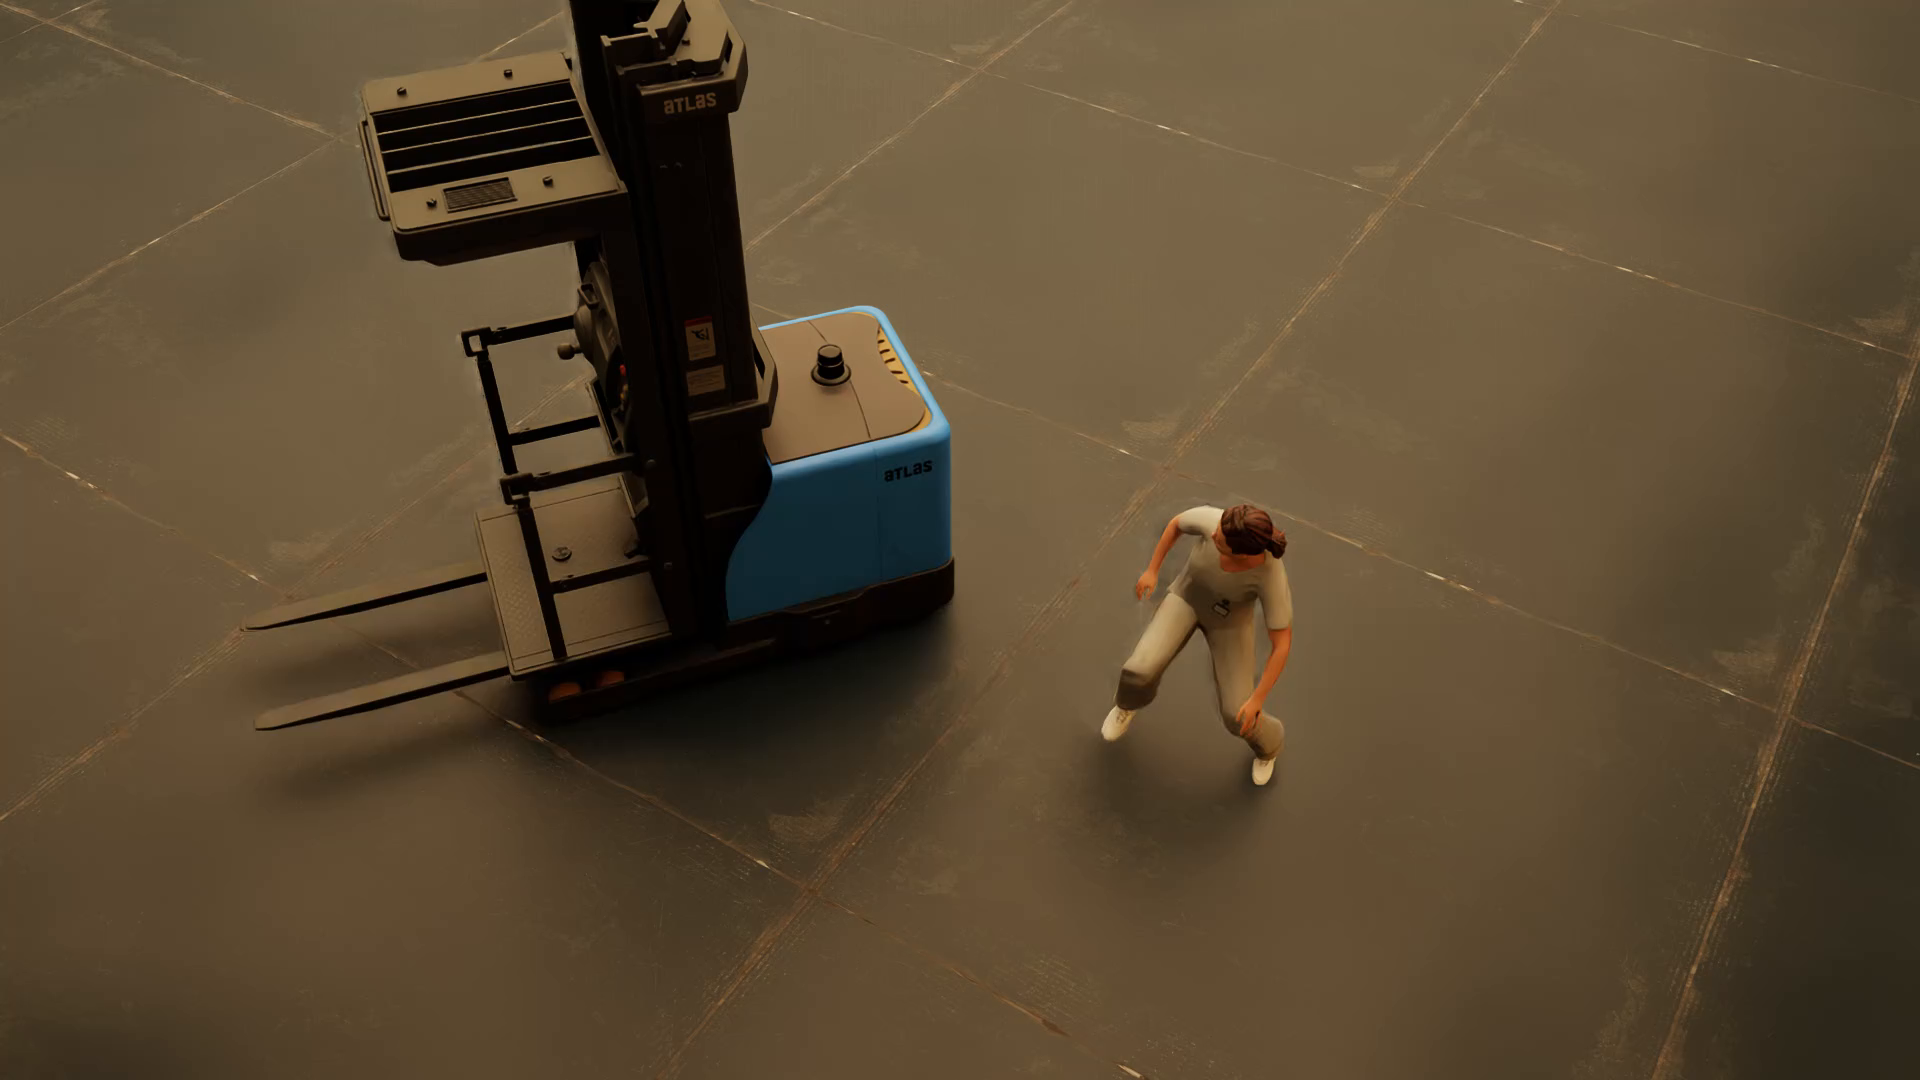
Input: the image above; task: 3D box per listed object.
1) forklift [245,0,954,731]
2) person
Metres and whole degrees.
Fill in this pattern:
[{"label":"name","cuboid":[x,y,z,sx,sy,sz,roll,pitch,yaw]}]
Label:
[{"label":"forklift","cuboid":[-1.597,-0.704,6.591,3.031,2.935,1.130,-15,45,-15]},{"label":"person","cuboid":[0.989,0.371,6.586,0.718,1.443,0.597,20,47,20]}]
